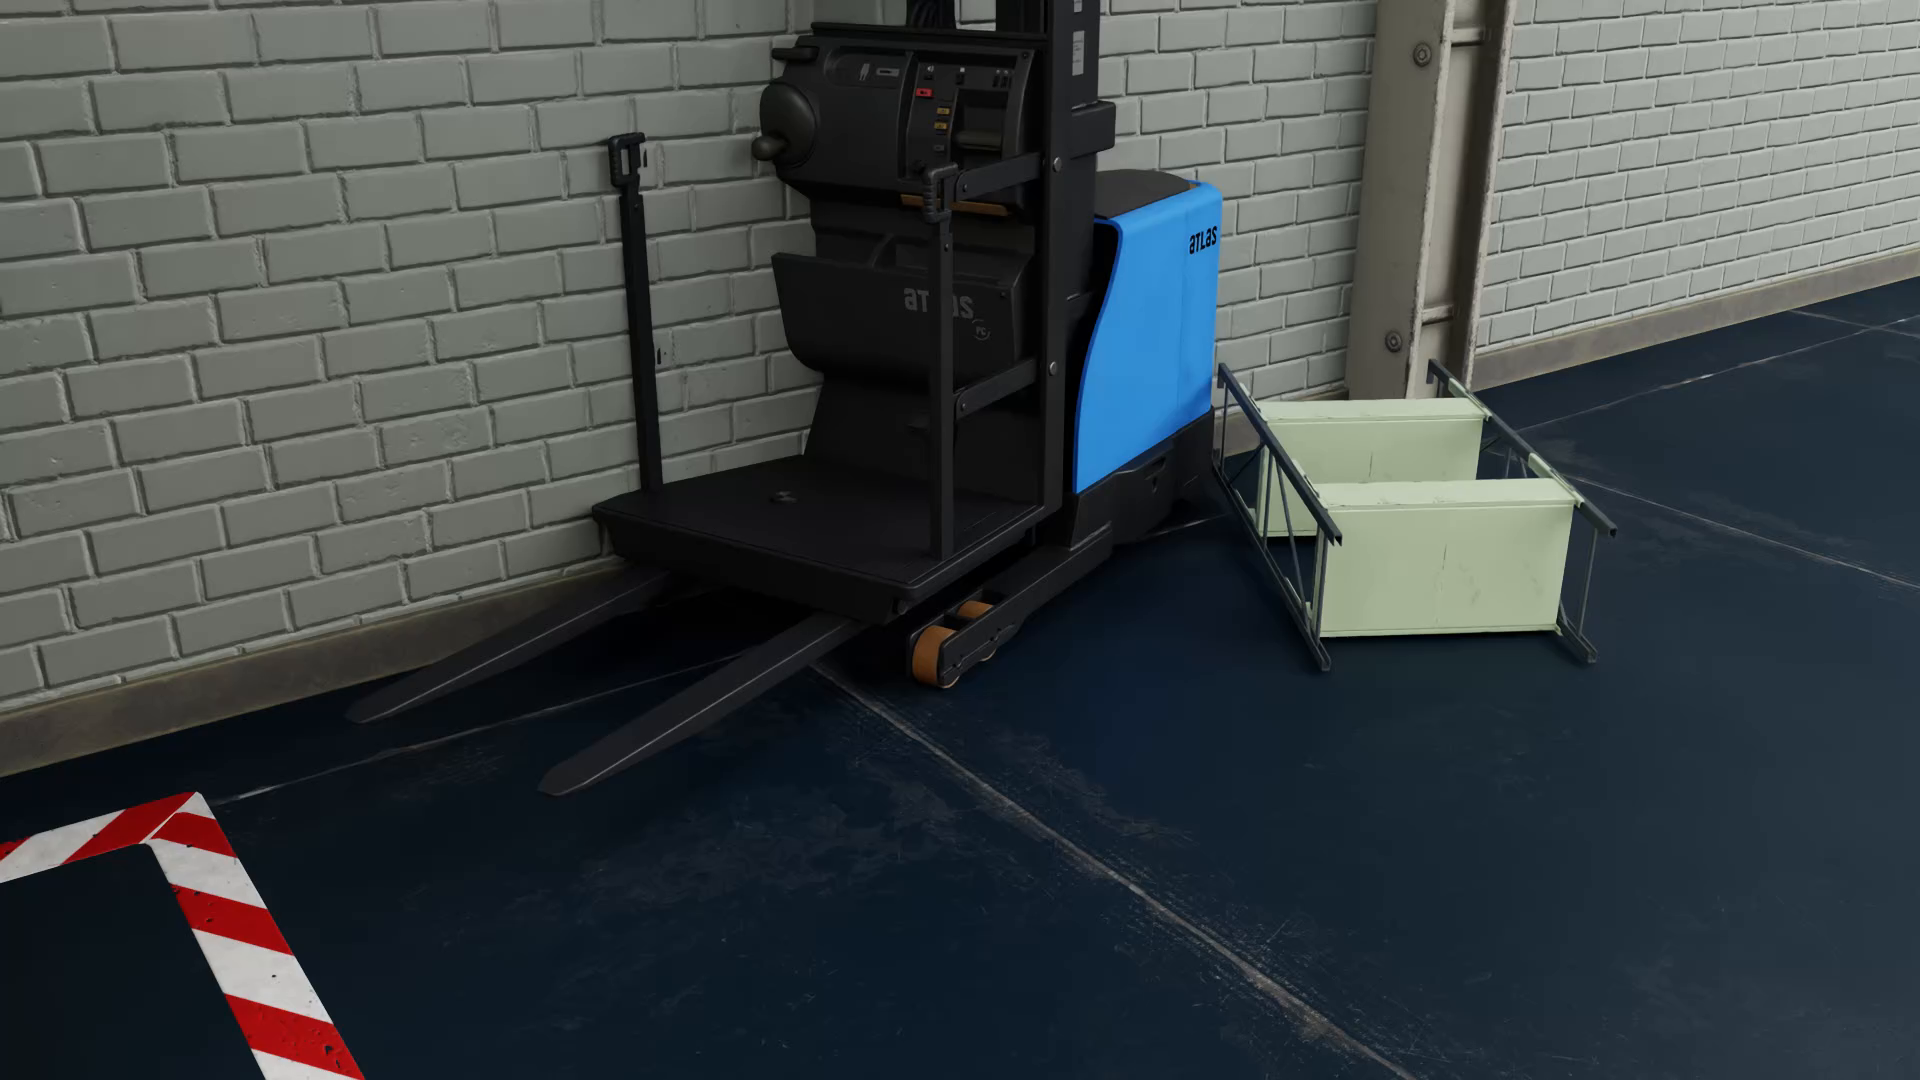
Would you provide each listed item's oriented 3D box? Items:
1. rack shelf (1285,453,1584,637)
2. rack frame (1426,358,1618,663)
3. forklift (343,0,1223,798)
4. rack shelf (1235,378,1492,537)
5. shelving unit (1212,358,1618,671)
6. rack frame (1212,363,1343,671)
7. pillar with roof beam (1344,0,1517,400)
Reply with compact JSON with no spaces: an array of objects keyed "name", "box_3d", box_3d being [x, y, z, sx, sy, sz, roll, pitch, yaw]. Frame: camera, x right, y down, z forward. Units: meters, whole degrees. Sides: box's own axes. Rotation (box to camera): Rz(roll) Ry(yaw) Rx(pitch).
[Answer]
[{"name":"rack shelf","box_3d":[1.329,0.017,4.749,0.720,0.431,0.370,-2,23,-3]},{"name":"rack frame","box_3d":[1.672,-0.146,5.126,0.023,0.400,1.500,-2,23,-3]},{"name":"forklift","box_3d":[-0.329,-1.163,4.357,1.130,2.935,3.031,13,25,29]},{"name":"rack shelf","box_3d":[1.288,-0.265,5.406,0.720,0.431,0.370,-2,23,-3]},{"name":"shelving unit","box_3d":[1.306,-0.137,5.107,0.755,0.431,1.500,-2,23,-3]},{"name":"rack frame","box_3d":[0.941,-0.127,5.088,0.023,0.400,1.500,-2,23,-3]},{"name":"pillar with roof beam","box_3d":[4.258,-3.340,1.624,0.400,9.000,9.100,-15,26,-33]}]
